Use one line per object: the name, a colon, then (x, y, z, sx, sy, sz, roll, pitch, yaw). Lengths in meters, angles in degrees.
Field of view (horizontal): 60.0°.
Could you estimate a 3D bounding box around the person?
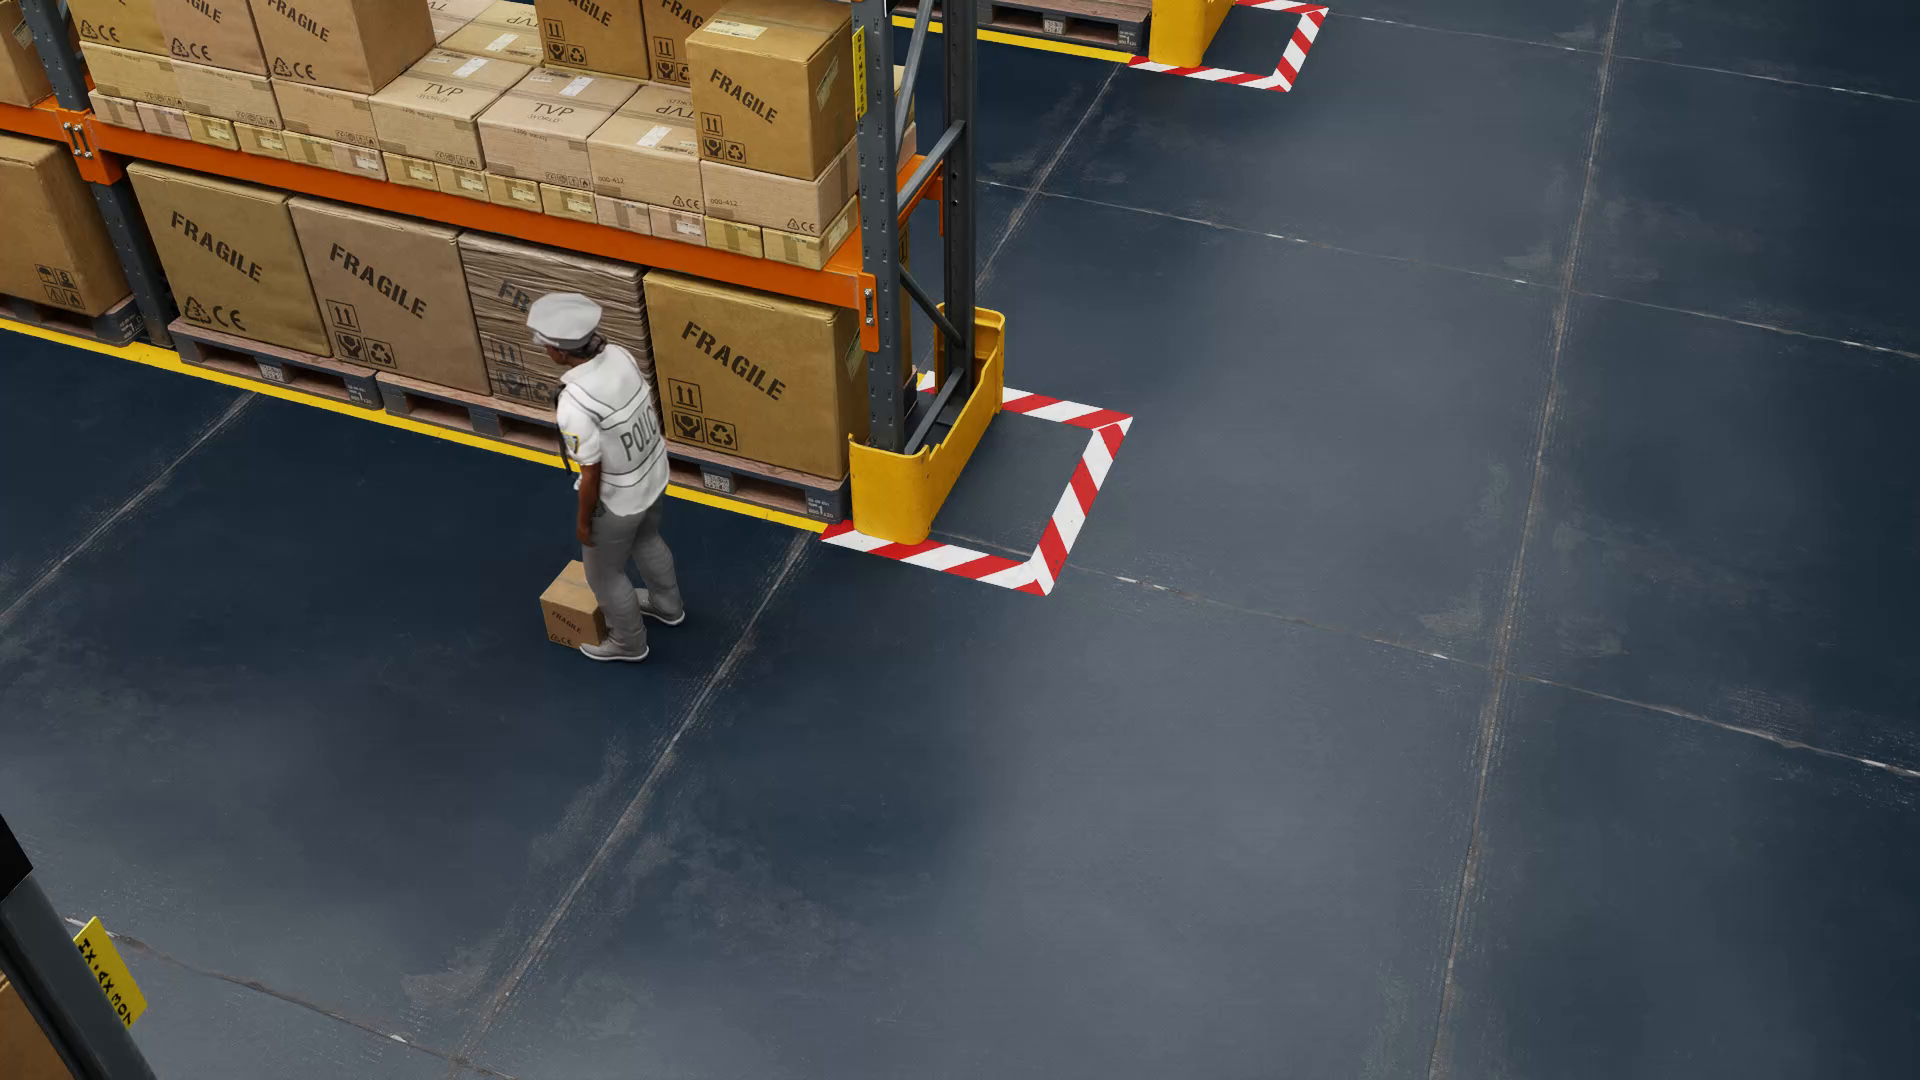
person: (-1.334, -0.203, 6.388, 0.422, 1.656, 0.503, 13, 43, 15)
